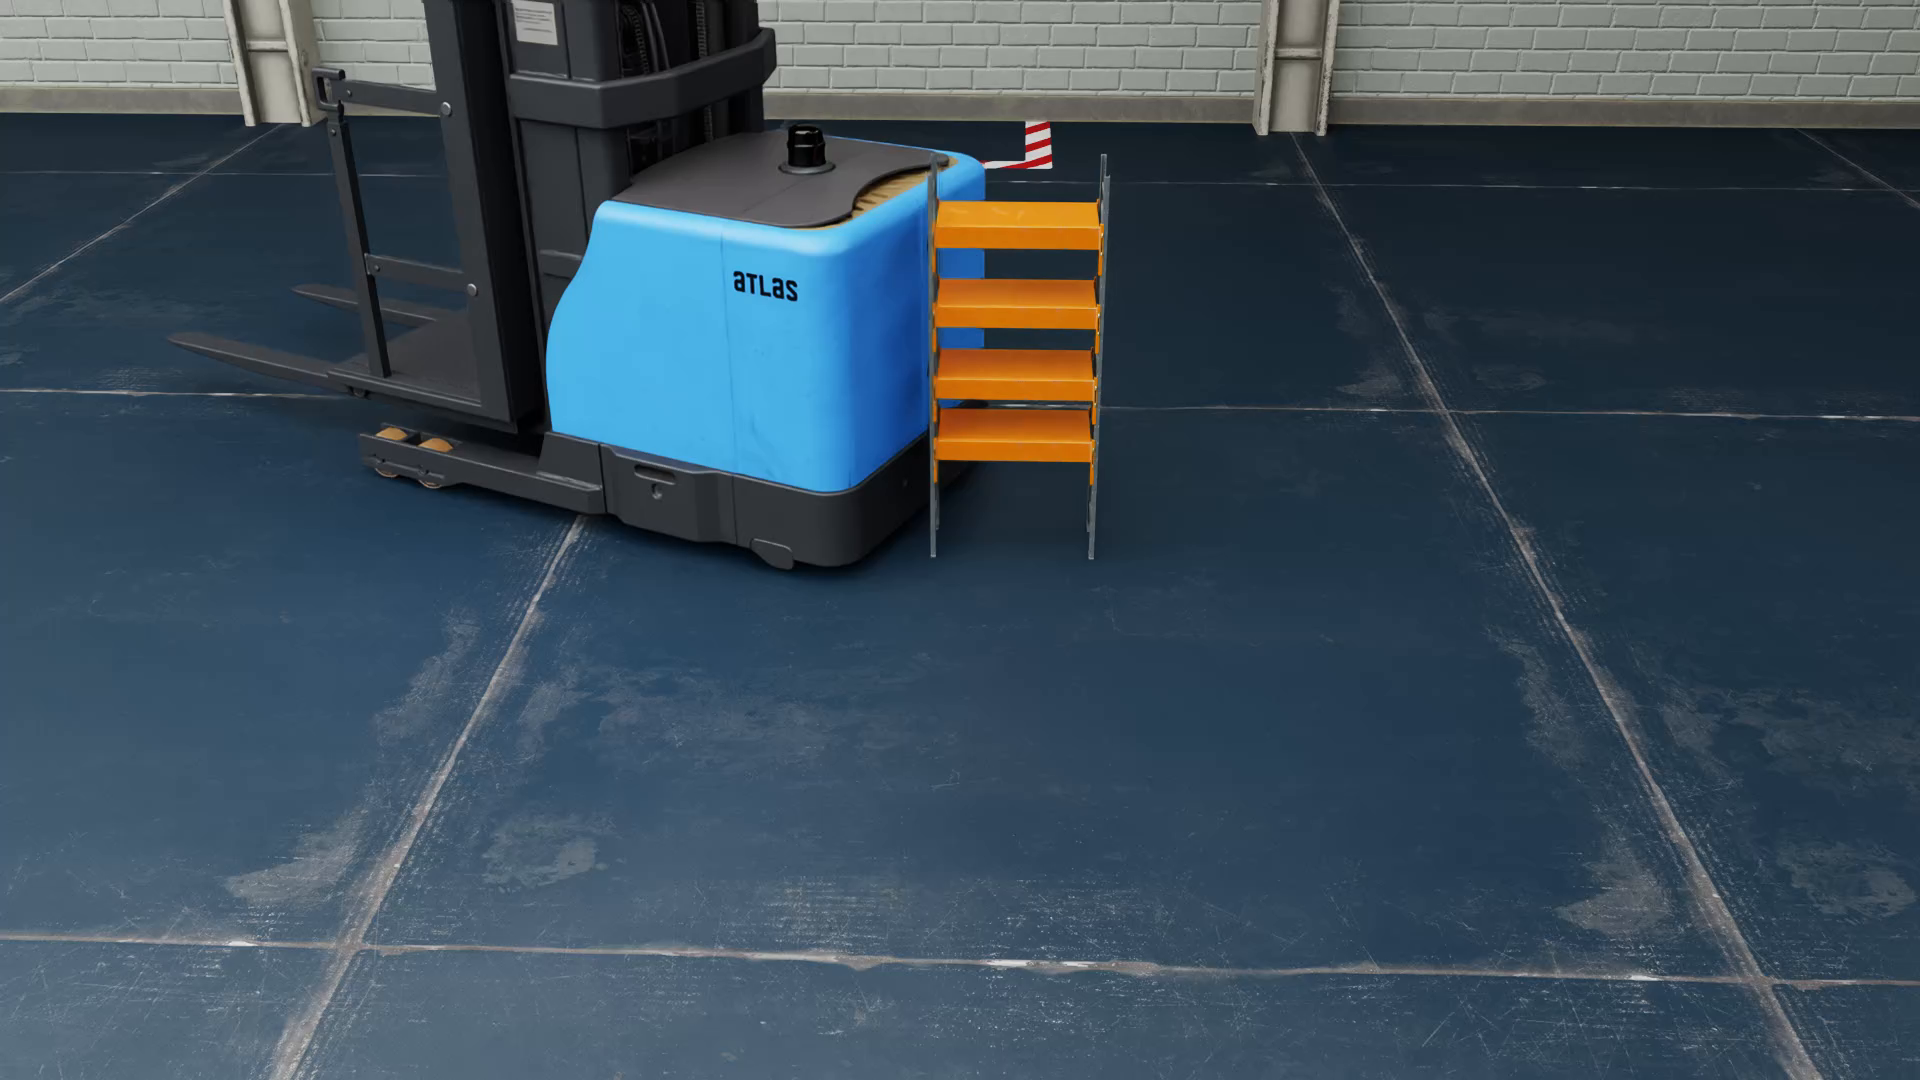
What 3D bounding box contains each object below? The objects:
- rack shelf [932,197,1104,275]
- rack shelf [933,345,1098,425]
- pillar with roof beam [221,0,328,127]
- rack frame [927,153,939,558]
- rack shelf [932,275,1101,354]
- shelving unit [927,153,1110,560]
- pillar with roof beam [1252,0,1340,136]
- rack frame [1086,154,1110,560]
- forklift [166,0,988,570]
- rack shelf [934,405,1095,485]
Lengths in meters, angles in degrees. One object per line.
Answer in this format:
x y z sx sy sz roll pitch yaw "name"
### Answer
0.165 -0.875 4.780 0.480 0.148 0.258 1 28 2 "rack shelf"
0.165 -0.468 4.995 0.480 0.148 0.258 1 28 2 "rack shelf"
-4.204 -4.495 4.122 0.400 9.000 9.100 1 28 2 "pillar with roof beam"
-0.078 -0.531 4.971 0.015 1.200 0.240 1 28 2 "rack frame"
0.165 -0.666 4.891 0.480 0.148 0.258 1 28 2 "rack shelf"
0.165 -0.527 4.964 0.503 1.200 0.258 1 28 2 "shelving unit"
1.793 -4.396 3.935 0.400 9.000 9.100 1 28 2 "pillar with roof beam"
0.409 -0.523 4.956 0.015 1.200 0.240 1 28 2 "rack frame"
-1.457 -1.672 5.274 3.031 2.935 1.130 13 31 23 "forklift"
0.165 -0.293 5.088 0.480 0.148 0.258 1 28 2 "rack shelf"
